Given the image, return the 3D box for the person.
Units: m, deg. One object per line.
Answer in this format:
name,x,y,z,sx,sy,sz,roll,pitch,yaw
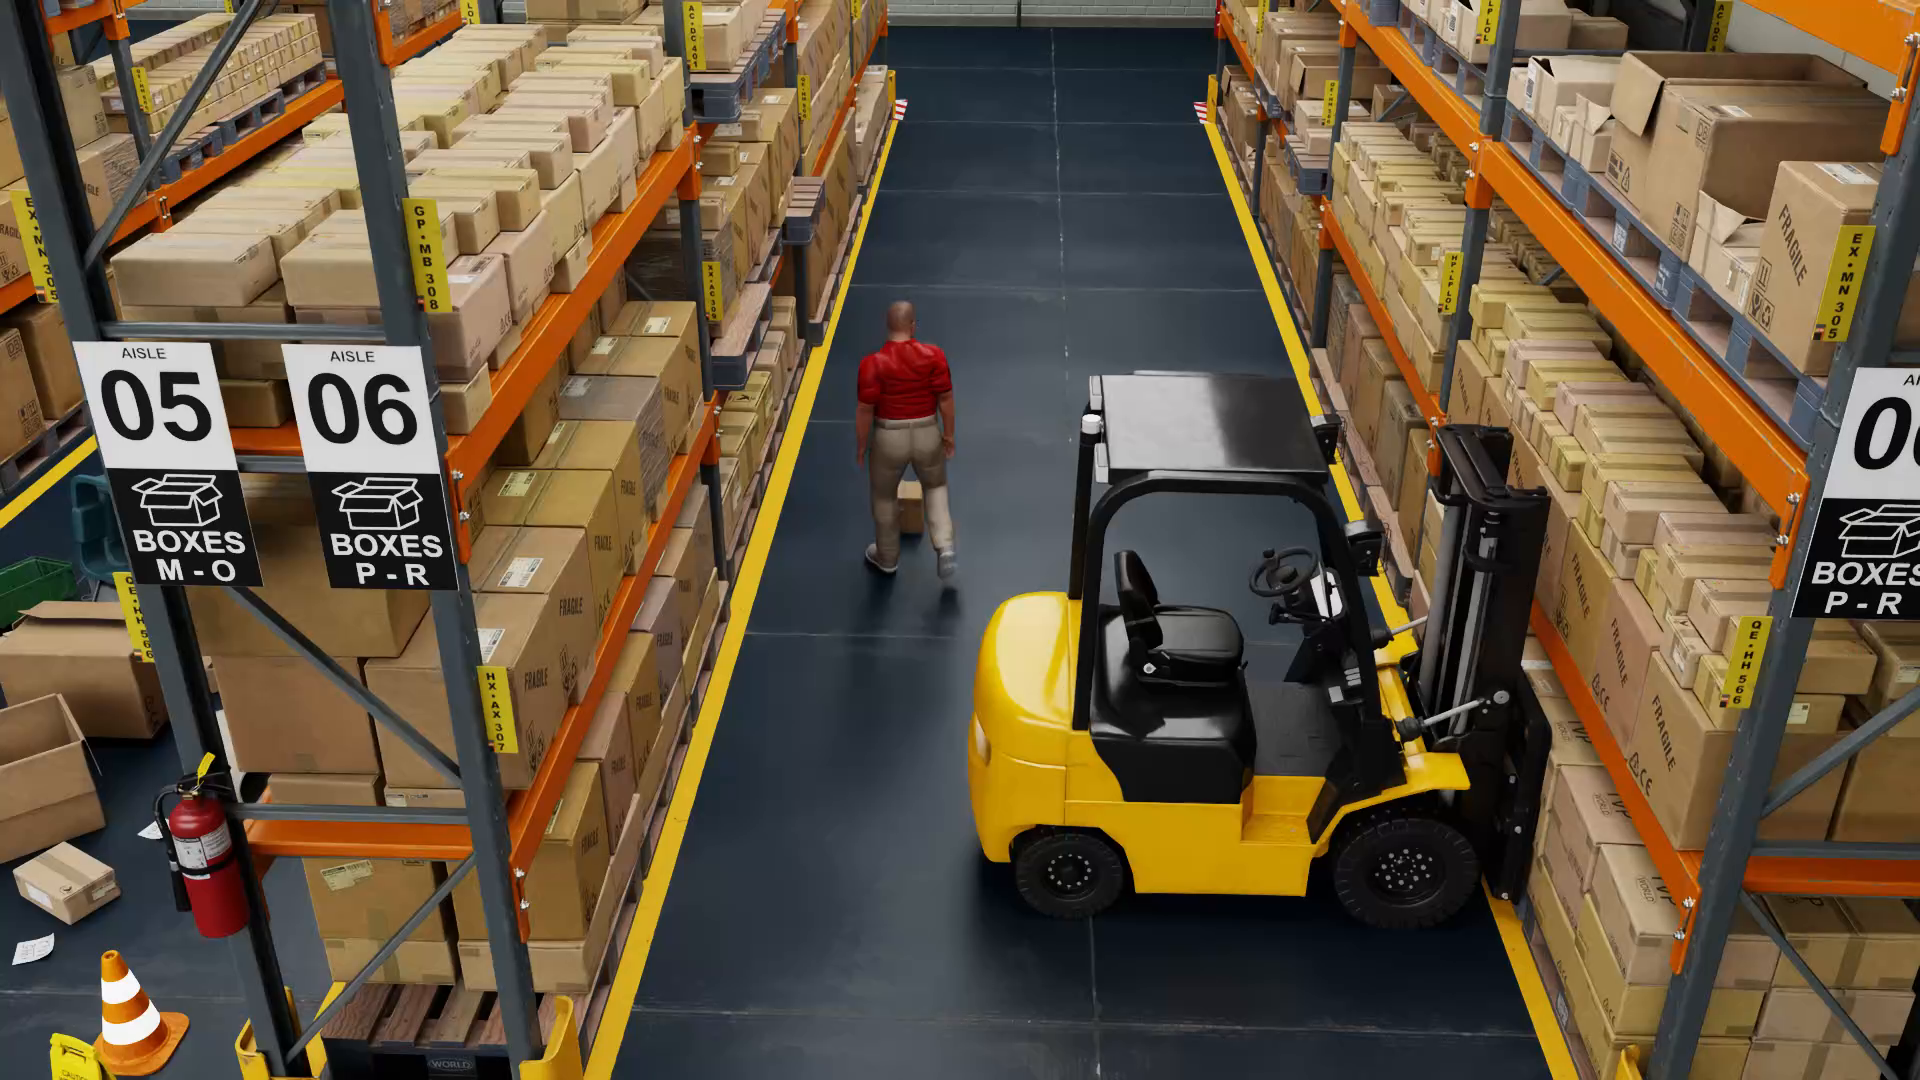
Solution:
person,-0.313,-0.566,9.669,0.589,1.721,0.655,-7,29,-14
